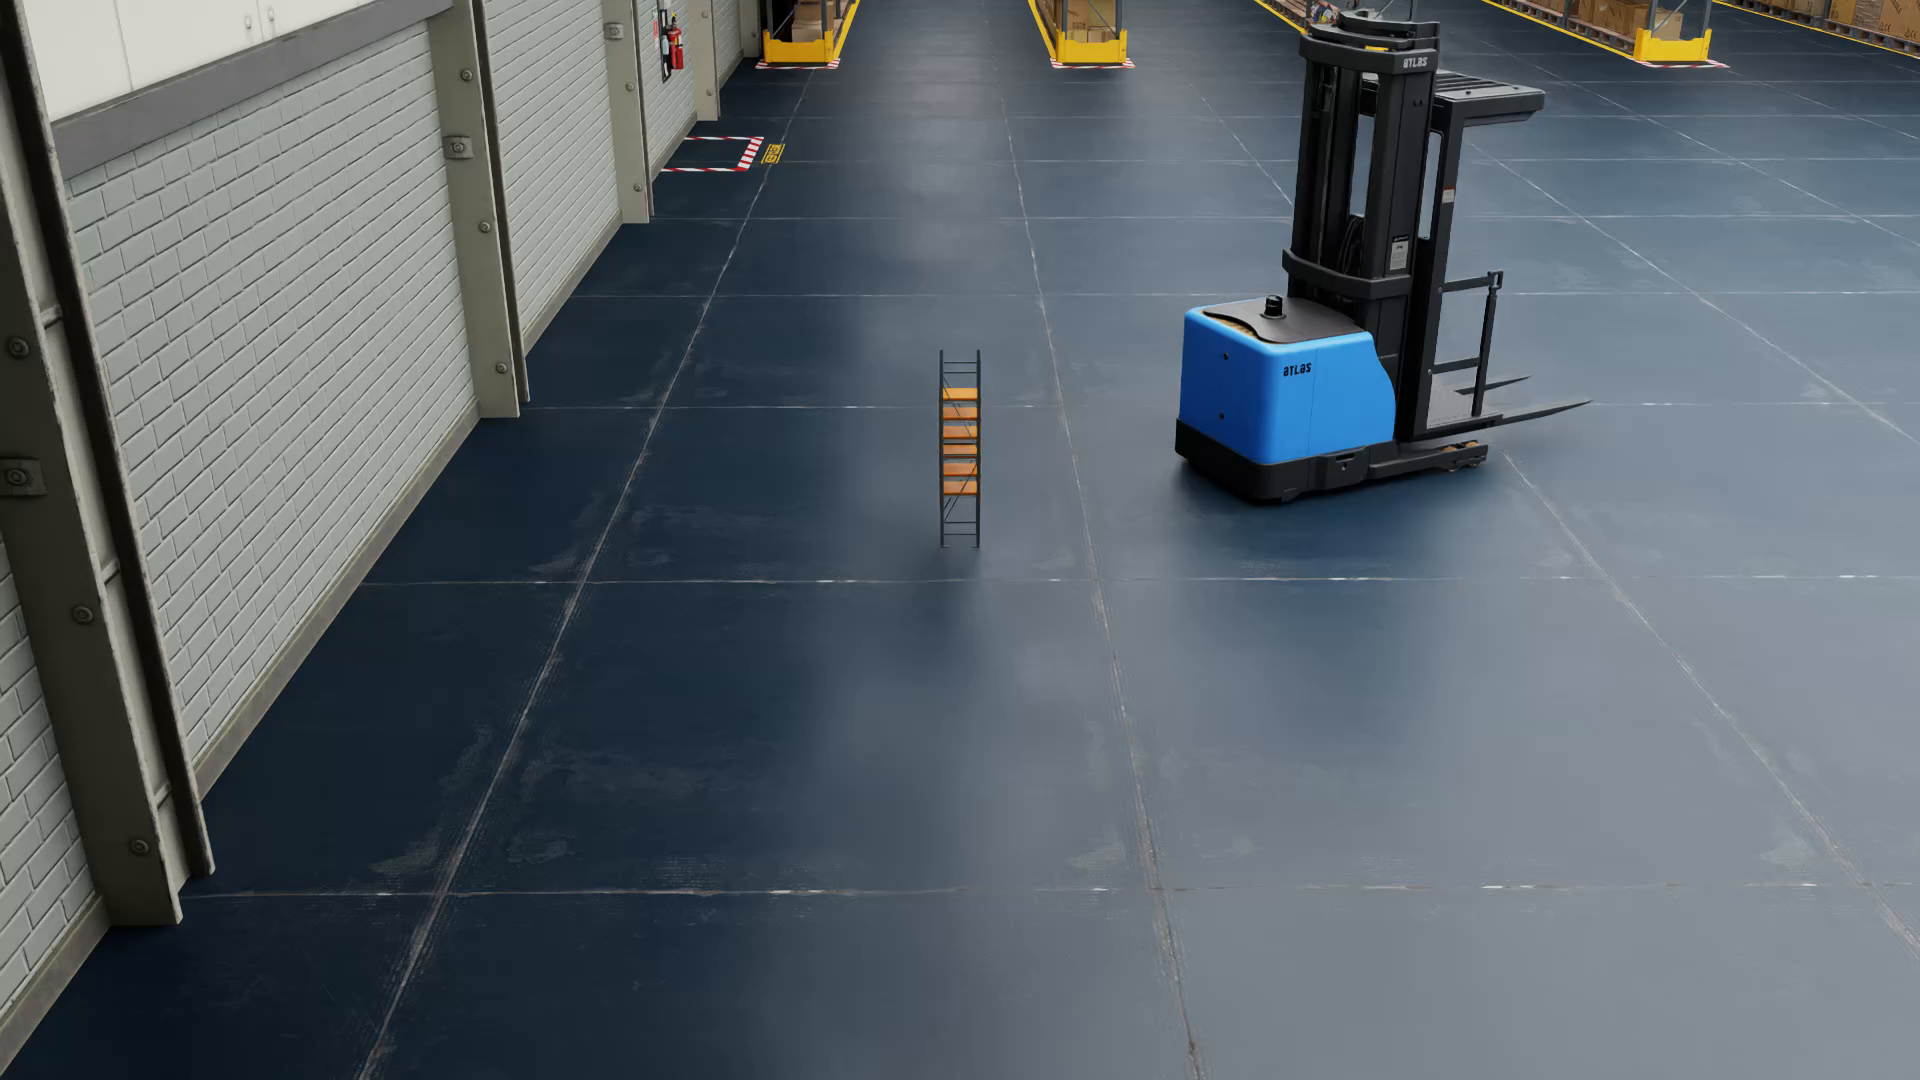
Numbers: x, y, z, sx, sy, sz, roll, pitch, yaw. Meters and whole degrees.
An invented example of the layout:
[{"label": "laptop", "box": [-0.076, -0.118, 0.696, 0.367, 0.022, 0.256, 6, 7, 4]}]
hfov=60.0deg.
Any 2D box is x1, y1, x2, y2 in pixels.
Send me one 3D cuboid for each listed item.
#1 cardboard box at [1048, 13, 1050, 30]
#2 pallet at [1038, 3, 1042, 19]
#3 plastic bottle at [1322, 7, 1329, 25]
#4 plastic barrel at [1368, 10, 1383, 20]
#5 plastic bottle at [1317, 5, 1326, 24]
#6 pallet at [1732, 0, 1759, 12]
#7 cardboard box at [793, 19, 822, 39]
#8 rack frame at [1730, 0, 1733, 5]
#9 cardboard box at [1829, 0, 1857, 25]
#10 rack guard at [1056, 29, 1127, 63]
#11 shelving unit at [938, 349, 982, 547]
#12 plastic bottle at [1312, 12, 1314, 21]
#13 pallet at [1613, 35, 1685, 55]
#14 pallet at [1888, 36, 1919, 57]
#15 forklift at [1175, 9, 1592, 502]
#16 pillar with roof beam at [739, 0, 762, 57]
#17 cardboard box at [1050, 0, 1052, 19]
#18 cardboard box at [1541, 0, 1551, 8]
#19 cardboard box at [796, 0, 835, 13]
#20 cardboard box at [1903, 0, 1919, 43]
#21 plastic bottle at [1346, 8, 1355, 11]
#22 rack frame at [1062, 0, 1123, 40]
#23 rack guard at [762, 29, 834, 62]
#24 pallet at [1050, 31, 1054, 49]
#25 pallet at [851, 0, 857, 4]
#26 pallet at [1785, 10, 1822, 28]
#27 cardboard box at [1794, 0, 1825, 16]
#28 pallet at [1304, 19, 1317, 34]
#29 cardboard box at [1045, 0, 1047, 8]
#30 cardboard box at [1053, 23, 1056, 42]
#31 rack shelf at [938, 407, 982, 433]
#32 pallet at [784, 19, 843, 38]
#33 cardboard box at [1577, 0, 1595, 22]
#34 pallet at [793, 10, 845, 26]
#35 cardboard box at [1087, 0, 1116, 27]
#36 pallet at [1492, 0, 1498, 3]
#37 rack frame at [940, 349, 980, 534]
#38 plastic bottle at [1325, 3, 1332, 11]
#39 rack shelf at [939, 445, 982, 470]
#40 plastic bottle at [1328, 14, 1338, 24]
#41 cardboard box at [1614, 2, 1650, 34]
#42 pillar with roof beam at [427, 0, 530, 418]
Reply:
[{"label": "cardboard box", "box": [1.876, -9.489, 30.419, 0.500, 0.250, 0.500, 0, 24, -1]}, {"label": "pallet", "box": [2.111, -10.692, 33.635, 1.003, 0.211, 1.213, 0, 24, -1]}, {"label": "plastic bottle", "box": [6.727, -9.582, 30.478, 0.144, 0.351, 0.185, 0, 24, -1]}, {"label": "plastic barrel", "box": [7.087, -8.857, 28.702, 0.421, 0.512, 0.421, 0, 24, 0]}, {"label": "plastic bottle", "box": [6.723, -9.758, 30.865, 0.144, 0.351, 0.185, -1, 24, -3]}, {"label": "pallet", "box": [16.930, -11.232, 34.828, 1.003, 0.211, 1.213, 0, 24, -1]}, {"label": "cardboard box", "box": [-2.660, -8.979, 29.193, 0.500, 0.311, 0.500, 2, 24, 4]}, {"label": "rack frame", "box": [16.997, -12.827, 34.972, 1.000, 3.000, 0.127, 0, 24, -1]}, {"label": "cardboard box", "box": [16.977, -10.143, 31.105, 0.875, 0.875, 0.875, 0, 24, 0]}, {"label": "rack guard", "box": [2.218, -8.358, 28.124, 1.175, 0.500, 0.348, 0, 24, -1]}, {"label": "shelving unit", "box": [0.000, -0.541, 9.990, 0.258, 1.200, 0.189, 0, 24, -1]}, {"label": "plastic bottle", "box": [6.694, -9.885, 31.327, 0.097, 0.201, 0.097, 0, 24, 0]}, {"label": "pallet", "box": [12.149, -8.646, 29.110, 1.003, 0.211, 1.213, 0, 24, -1]}, {"label": "pallet", "box": [16.997, -8.589, 28.986, 1.003, 0.211, 1.213, 0, 24, -1]}, {"label": "forklift", "box": [3.031, -1.983, 11.077, 3.031, 2.935, 1.130, -11, 27, -24]}, {"label": "pillar with roof beam", "box": [0.696, -12.521, 27.014, 9.100, 9.000, 0.400, 0, 24, -1]}, {"label": "cardboard box", "box": [1.884, -9.625, 29.809, 0.500, 0.500, 0.500, 0, 24, -1]}, {"label": "cardboard box", "box": [12.101, -10.940, 33.299, 0.700, 0.500, 0.500, -2, 24, -5]}, {"label": "cardboard box", "box": [-2.804, -10.496, 32.318, 0.700, 0.500, 0.500, 1, 24, 1]}, {"label": "cardboard box", "box": [17.011, -9.033, 28.652, 0.875, 0.875, 0.875, 0, 24, 0]}, {"label": "plastic bottle", "box": [7.276, -9.782, 31.009, 0.152, 0.276, 0.135, 0, 24, -1]}, {"label": "rack frame", "box": [2.217, -9.507, 27.631, 1.000, 3.000, 0.127, 0, 24, -1]}, {"label": "rack guard", "box": [-2.737, -8.376, 28.163, 1.175, 0.500, 0.348, 0, 24, -1]}, {"label": "pallet", "box": [2.157, -9.053, 30.011, 1.003, 0.211, 1.213, 0, 24, -1]}, {"label": "pallet", "box": [-2.756, -11.835, 36.161, 1.003, 0.211, 1.213, 0, 24, -1]}, {"label": "pallet", "box": [16.957, -10.226, 32.605, 1.003, 0.211, 1.213, 0, 24, -1]}, {"label": "cardboard box", "box": [16.944, -10.601, 32.269, 1.050, 0.750, 0.750, 0, 24, -1]}, {"label": "pallet", "box": [7.093, -9.629, 31.284, 1.003, 0.211, 1.213, 0, 24, -1]}, {"label": "cardboard box", "box": [1.866, -10.243, 31.175, 0.500, 0.500, 0.500, 0, 24, -1]}, {"label": "cardboard box", "box": [1.899, -8.871, 29.052, 0.500, 0.250, 0.500, 0, 24, -1]}, {"label": "rack shelf", "box": [0.000, -0.719, 9.909, 0.258, 0.103, 0.180, 0, 24, -1]}, {"label": "pallet", "box": [-2.737, -9.585, 31.186, 1.003, 0.211, 1.213, 0, 24, -1]}, {"label": "cardboard box", "box": [12.044, -10.086, 31.434, 0.500, 0.500, 0.500, -1, 24, -2]}, {"label": "pallet", "box": [-2.790, -10.182, 32.507, 1.003, 0.211, 1.213, 0, 24, -1]}, {"label": "cardboard box", "box": [2.427, -9.215, 28.903, 0.500, 0.500, 0.500, 0, 24, -1]}, {"label": "pallet", "box": [12.103, -11.901, 36.308, 1.003, 0.211, 1.213, 0, 24, -1]}, {"label": "rack frame", "box": [-0.001, -0.578, 10.073, 0.240, 1.200, 0.006, 0, 24, -1]}, {"label": "plastic bottle", "box": [6.865, -9.836, 31.038, 0.144, 0.351, 0.185, 0, 24, -1]}, {"label": "rack shelf", "box": [0.000, -0.500, 10.008, 0.258, 0.103, 0.180, 0, 24, -1]}, {"label": "plastic bottle", "box": [6.737, -9.346, 30.046, 0.152, 0.276, 0.135, 0, 24, 0]}, {"label": "cardboard box", "box": [12.104, -9.364, 29.839, 0.500, 0.500, 0.500, 2, 24, 4]}, {"label": "pillar with roof beam", "box": [0.893, -5.104, 10.614, 9.100, 9.000, 0.400, 0, 24, -1]}]
